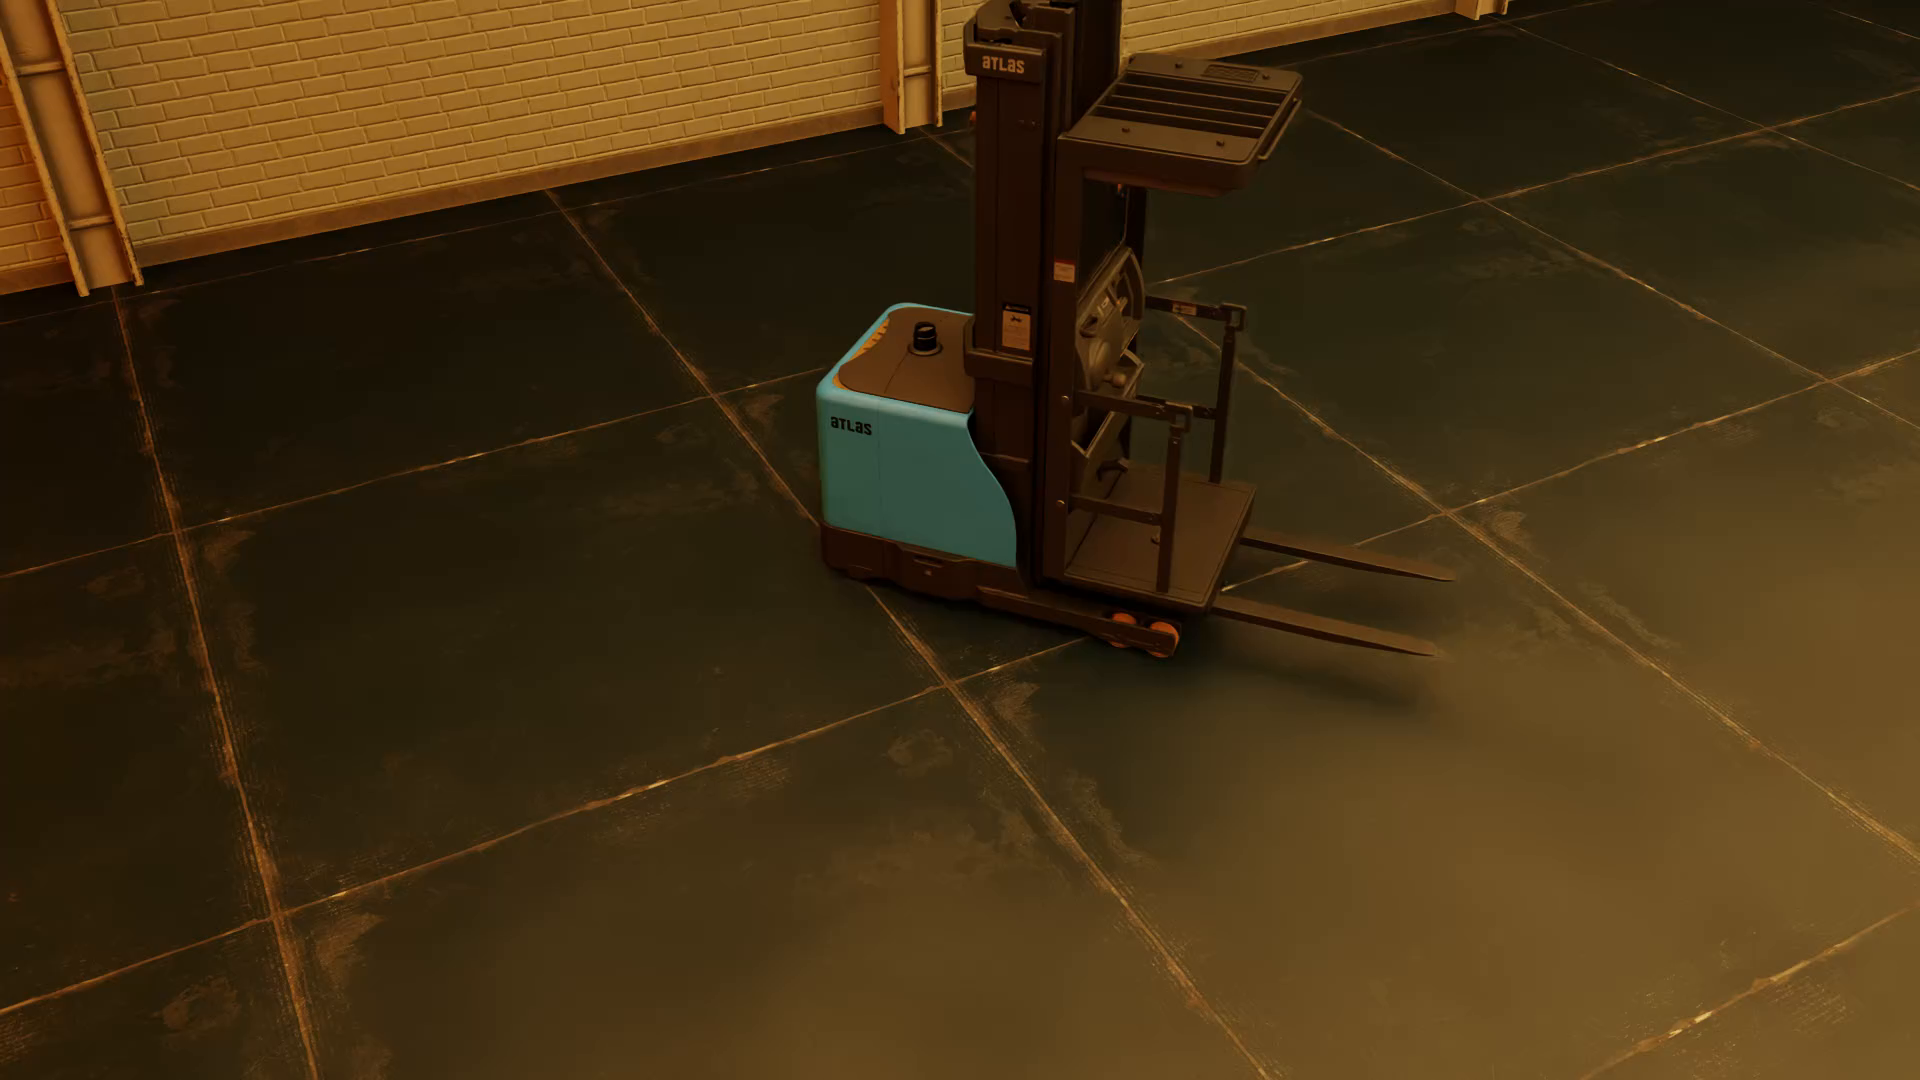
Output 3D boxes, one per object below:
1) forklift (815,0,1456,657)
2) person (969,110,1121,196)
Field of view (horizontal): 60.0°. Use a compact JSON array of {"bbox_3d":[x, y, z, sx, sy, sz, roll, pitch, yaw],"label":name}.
[{"bbox_3d":[0.871,-0.990,7.524,3.031,2.935,1.130,13,37,17],"label":"forklift"},{"bbox_3d":[0.546,-2.345,10.533,0.989,1.715,0.730,0,35,1],"label":"person"}]
